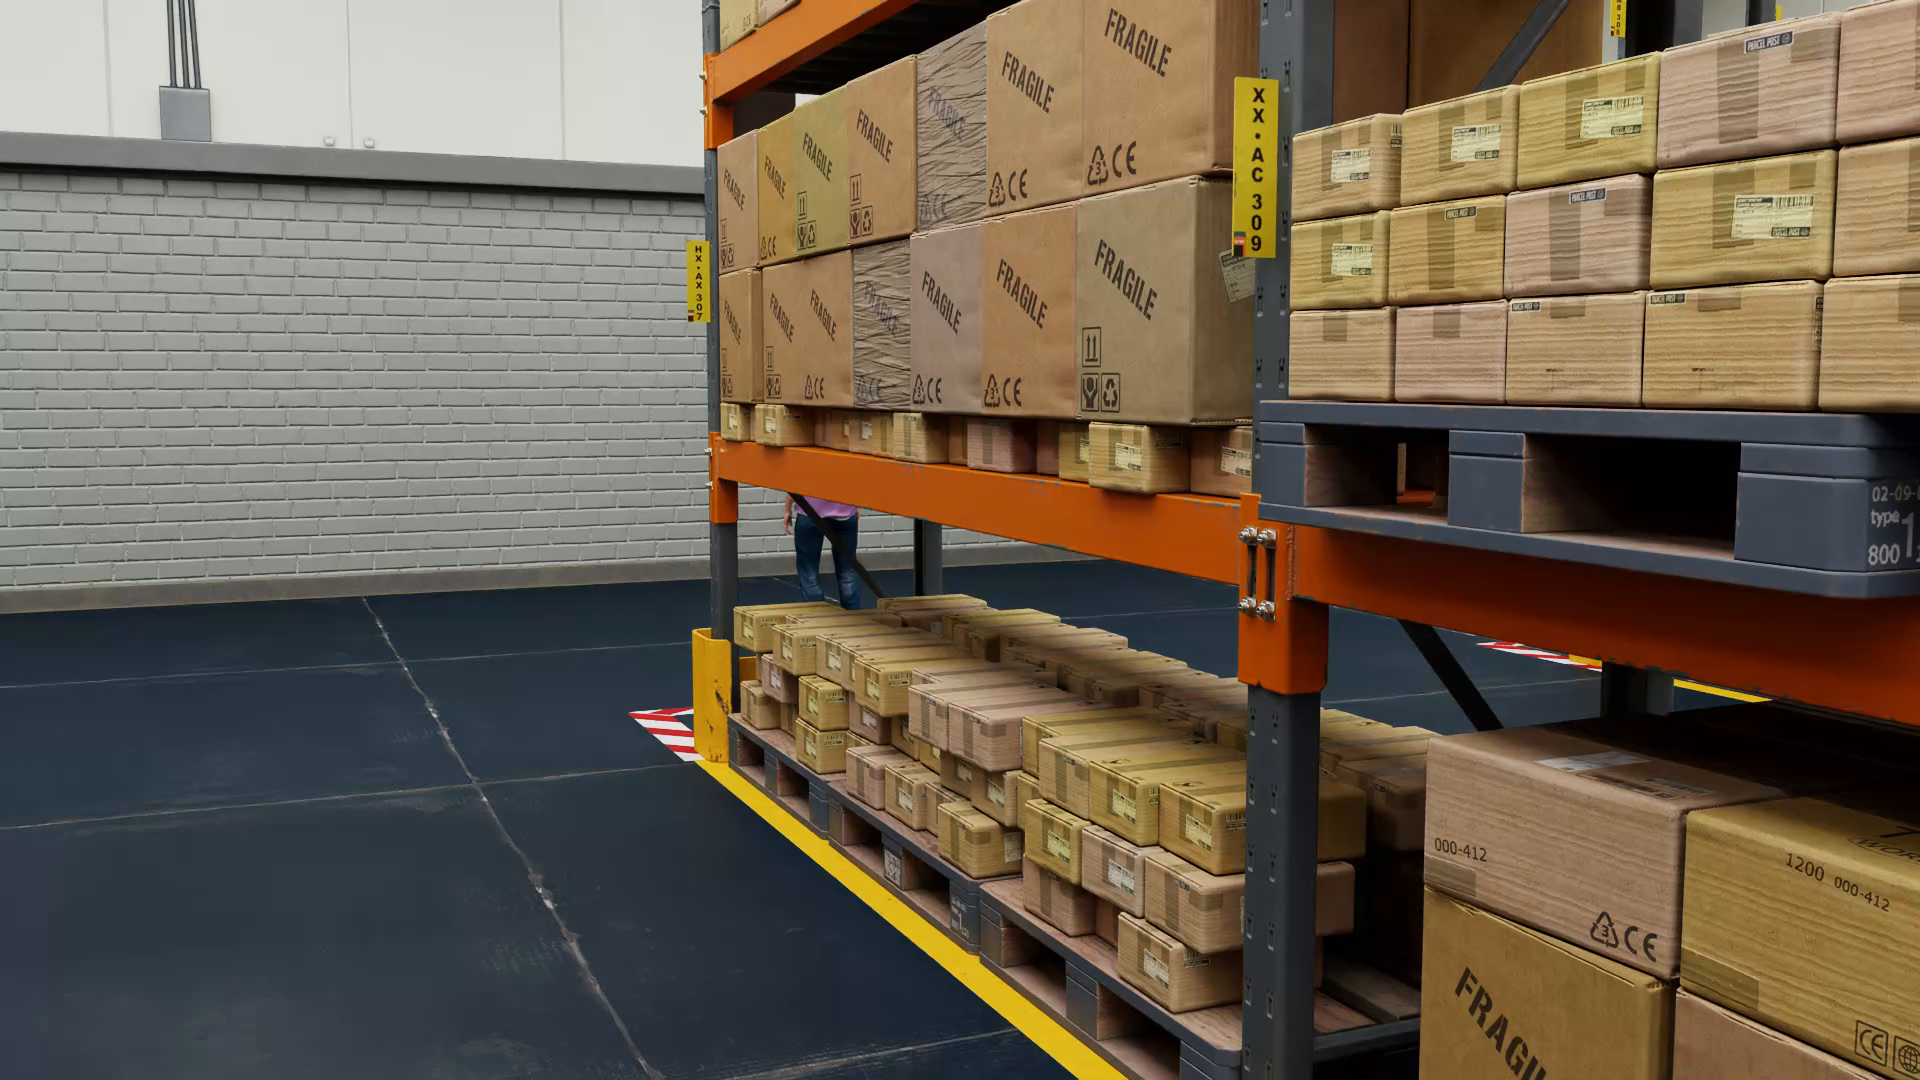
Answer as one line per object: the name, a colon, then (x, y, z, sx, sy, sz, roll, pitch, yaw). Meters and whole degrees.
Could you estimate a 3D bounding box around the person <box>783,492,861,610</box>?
person: (-0.745, -0.146, 9.201, 0.484, 1.594, 0.340, -3, 6, -27)
